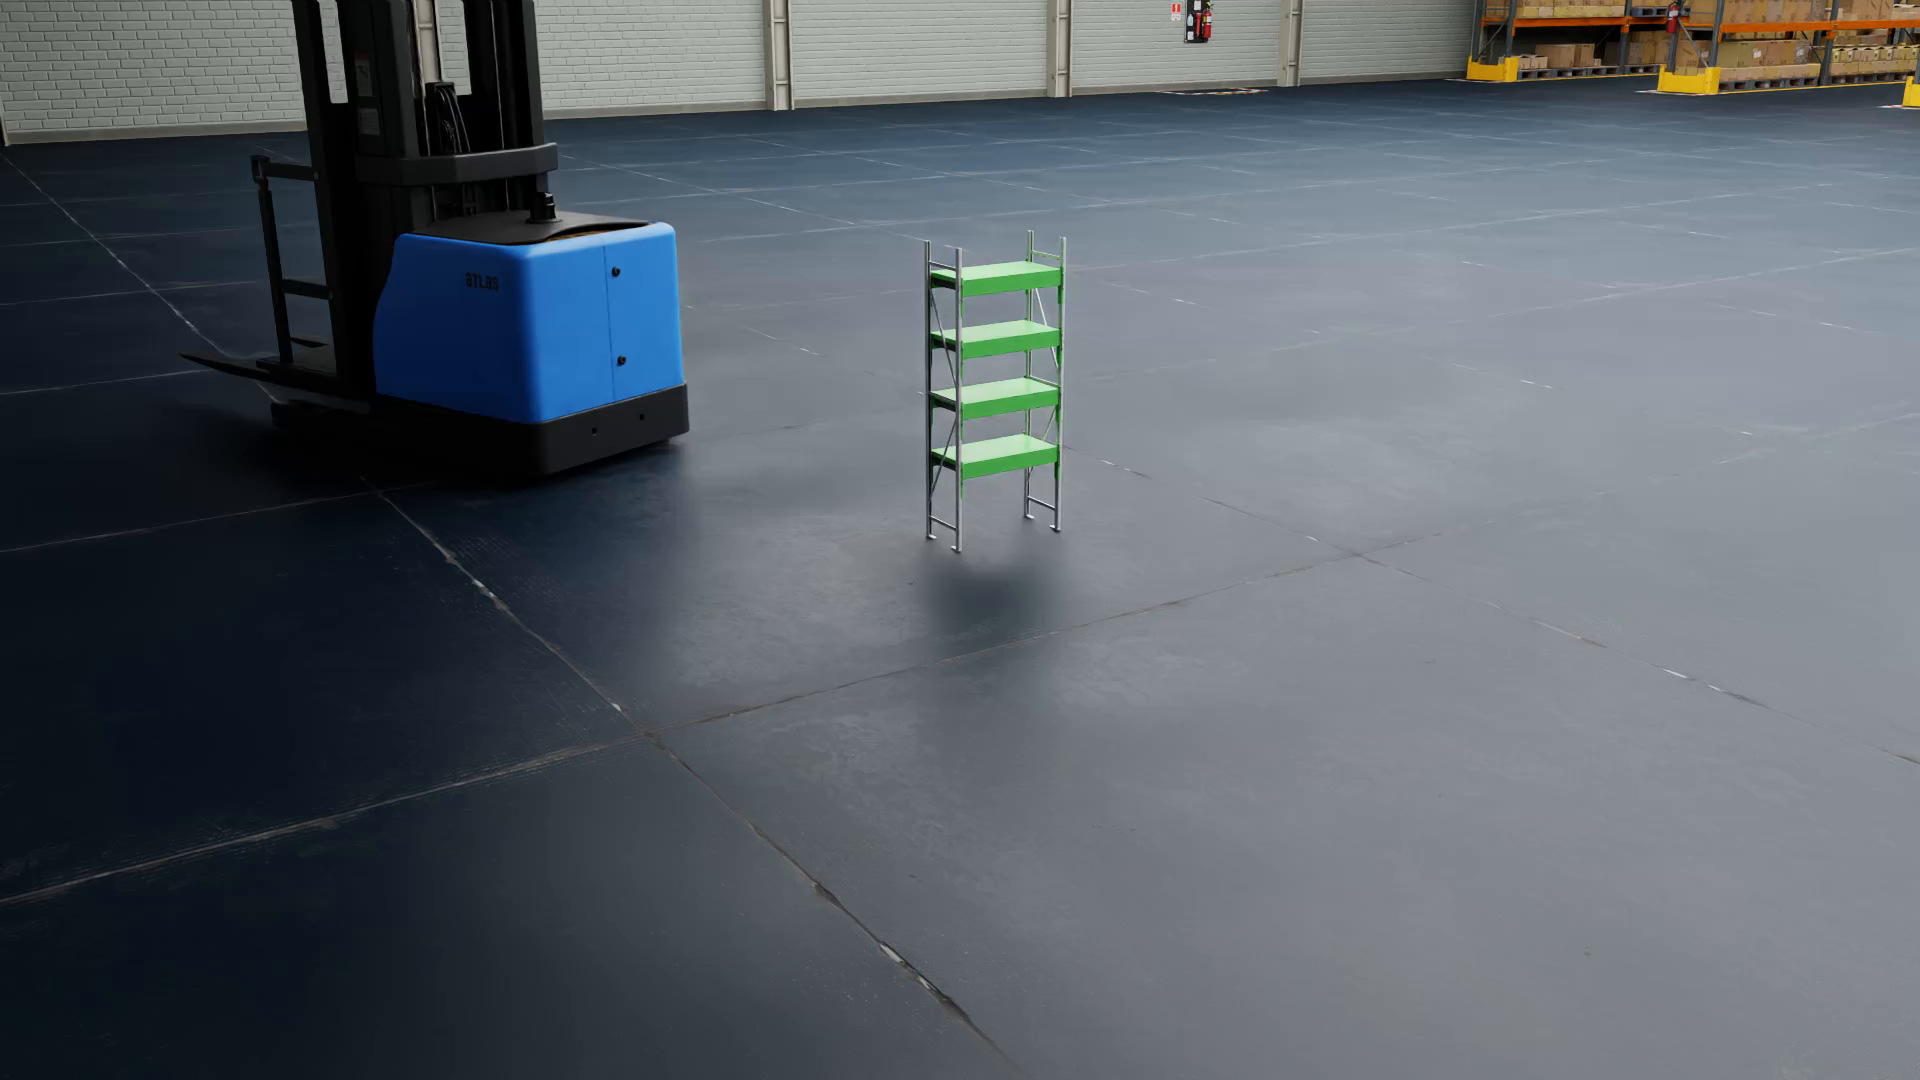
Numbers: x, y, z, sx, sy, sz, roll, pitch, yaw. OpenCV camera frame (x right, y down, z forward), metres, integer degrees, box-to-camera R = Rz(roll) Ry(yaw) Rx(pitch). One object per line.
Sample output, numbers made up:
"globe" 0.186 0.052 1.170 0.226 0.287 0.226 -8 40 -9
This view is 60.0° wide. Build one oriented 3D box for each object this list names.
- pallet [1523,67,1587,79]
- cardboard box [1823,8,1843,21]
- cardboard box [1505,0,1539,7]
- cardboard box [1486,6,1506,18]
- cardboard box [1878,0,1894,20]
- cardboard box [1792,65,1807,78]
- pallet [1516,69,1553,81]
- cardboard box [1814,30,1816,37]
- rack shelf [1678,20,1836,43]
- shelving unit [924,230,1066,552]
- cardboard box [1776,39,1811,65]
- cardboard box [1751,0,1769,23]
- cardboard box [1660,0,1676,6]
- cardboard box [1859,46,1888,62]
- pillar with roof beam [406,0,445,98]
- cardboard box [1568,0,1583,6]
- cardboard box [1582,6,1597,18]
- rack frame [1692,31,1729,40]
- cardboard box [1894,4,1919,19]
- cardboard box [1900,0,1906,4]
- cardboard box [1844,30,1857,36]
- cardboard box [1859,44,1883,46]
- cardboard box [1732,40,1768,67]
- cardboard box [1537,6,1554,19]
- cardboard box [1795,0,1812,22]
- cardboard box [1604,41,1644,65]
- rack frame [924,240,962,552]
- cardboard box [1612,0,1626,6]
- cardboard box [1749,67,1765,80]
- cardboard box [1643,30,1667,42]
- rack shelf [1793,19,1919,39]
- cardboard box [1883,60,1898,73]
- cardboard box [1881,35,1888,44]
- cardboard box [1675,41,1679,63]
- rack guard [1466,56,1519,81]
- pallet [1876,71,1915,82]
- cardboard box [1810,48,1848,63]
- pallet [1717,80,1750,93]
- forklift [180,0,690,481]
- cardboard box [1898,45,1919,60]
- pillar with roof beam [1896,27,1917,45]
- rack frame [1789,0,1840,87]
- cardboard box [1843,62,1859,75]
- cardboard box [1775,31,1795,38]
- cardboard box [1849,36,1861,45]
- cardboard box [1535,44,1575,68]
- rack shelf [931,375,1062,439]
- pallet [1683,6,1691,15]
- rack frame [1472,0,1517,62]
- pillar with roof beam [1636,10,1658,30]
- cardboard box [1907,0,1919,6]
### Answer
"pallet" 13.590 -10.736 38.170 1.213 0.211 1.003 -12 22 -31
"cardboard box" 18.266 -11.104 35.139 0.500 0.250 0.500 -10 21 -28
"cardboard box" 12.375 -11.993 36.569 0.500 0.500 0.500 -12 22 -31
"cardboard box" 12.095 -11.769 37.075 0.500 0.250 0.500 -12 22 -31
"cardboard box" 19.827 -11.528 36.005 0.500 0.500 0.500 -13 23 -34
"cardboard box" 17.189 -9.747 34.530 0.500 0.250 0.500 -12 22 -31
"pallet" 12.572 -10.522 37.539 1.213 0.211 1.003 -12 22 -31
"cardboard box" 22.284 -13.264 43.529 0.250 0.149 0.380 -12 22 -32
"rack shelf" 16.209 -10.383 33.897 4.000 0.370 1.077 -12 22 -31
"shelving unit" 0.138 -0.598 6.639 0.503 1.200 0.258 -12 22 -31
"cardboard box" 17.188 -10.103 34.411 0.500 0.500 0.500 -12 22 -31
"cardboard box" 15.789 -10.677 33.488 0.500 0.500 0.700 -12 22 -31
"cardboard box" 16.599 -12.958 39.546 0.500 0.500 0.700 -9 21 -24
"cardboard box" 19.645 -10.515 35.927 0.500 0.311 0.500 -11 22 -30
"pillar with roof beam" -5.757 -9.514 20.835 0.400 9.000 9.100 -12 22 -31
"cardboard box" 13.653 -12.261 37.361 0.500 0.500 0.500 -11 22 -30
"cardboard box" 14.091 -11.996 37.748 0.500 0.250 0.500 -12 22 -32
"rack frame" 18.492 -13.105 40.825 0.127 3.000 1.000 -12 22 -31
"cardboard box" 20.892 -11.686 36.767 0.500 0.311 0.500 -10 21 -28
"cardboard box" 24.753 -14.564 44.672 0.700 0.700 0.980 -11 21 -29
"cardboard box" 23.336 -13.340 43.753 0.250 0.149 0.380 -13 22 -33
"cardboard box" 20.187 -10.834 36.870 0.500 0.311 0.500 -13 22 -33
"cardboard box" 15.936 -9.838 33.629 0.500 0.500 0.500 -12 22 -31
"cardboard box" 12.819 -11.731 36.963 0.500 0.250 0.500 -13 22 -33
"cardboard box" 17.075 -10.949 34.292 0.500 0.500 0.700 -12 22 -32
"cardboard box" 15.757 -11.559 39.468 0.500 0.500 0.700 -11 22 -30
"rack frame" -0.066 -0.555 6.512 0.015 1.200 0.240 -12 22 -31
"cardboard box" 14.927 -12.528 38.151 0.500 0.500 0.500 -12 22 -32
"cardboard box" 15.942 -9.480 33.740 0.500 0.250 0.500 -12 22 -31
"cardboard box" 16.556 -12.085 39.854 0.500 0.250 0.500 -13 22 -33
"rack shelf" 19.550 -11.088 35.981 4.000 0.370 1.077 -12 22 -31
"cardboard box" 20.064 -10.340 36.283 0.500 0.250 0.500 -11 22 -30
"cardboard box" 24.644 -13.379 44.883 0.500 0.500 0.700 -12 22 -31
"cardboard box" 17.026 -11.834 40.281 0.500 0.500 0.700 -12 22 -32
"rack guard" 11.874 -10.525 37.097 0.348 0.500 1.175 -12 22 -31
"pallet" 20.511 -10.325 36.956 1.213 0.211 1.003 -12 22 -31
"cardboard box" 18.361 -10.244 35.125 0.500 0.311 0.500 -12 22 -31
"pallet" 15.154 -9.197 33.618 1.213 0.211 1.003 -12 22 -31
"forklift" -2.818 -2.001 8.087 3.031 2.935 1.130 13 22 33
"cardboard box" 20.918 -10.785 36.723 0.500 0.311 0.500 -11 22 -30
"pillar with roof beam" 29.321 -16.912 42.718 0.400 9.000 9.100 -12 22 -31
"rack frame" 17.879 -11.076 34.824 0.127 3.000 1.000 -12 22 -31
"cardboard box" 18.780 -10.067 35.476 0.500 0.250 0.500 -11 22 -30
"cardboard box" 20.621 -12.684 42.279 0.750 0.750 0.750 -11 22 -30
"cardboard box" 23.365 -13.106 44.076 0.500 0.500 0.700 -11 22 -30
"cardboard box" 13.555 -11.034 37.916 0.500 0.500 0.700 -14 23 -35
"rack shelf" 0.138 -0.537 6.659 0.480 0.148 0.258 -12 22 -31
"pallet" 17.956 -12.860 40.400 1.003 0.211 1.213 -12 22 -31
"rack frame" 11.811 -11.696 36.657 0.127 3.000 1.000 -12 22 -31
"pillar with roof beam" 19.299 -14.798 36.465 0.400 9.000 9.100 -12 22 -31
"cardboard box" 21.684 -12.168 37.242 0.700 0.500 0.500 14 23 35
